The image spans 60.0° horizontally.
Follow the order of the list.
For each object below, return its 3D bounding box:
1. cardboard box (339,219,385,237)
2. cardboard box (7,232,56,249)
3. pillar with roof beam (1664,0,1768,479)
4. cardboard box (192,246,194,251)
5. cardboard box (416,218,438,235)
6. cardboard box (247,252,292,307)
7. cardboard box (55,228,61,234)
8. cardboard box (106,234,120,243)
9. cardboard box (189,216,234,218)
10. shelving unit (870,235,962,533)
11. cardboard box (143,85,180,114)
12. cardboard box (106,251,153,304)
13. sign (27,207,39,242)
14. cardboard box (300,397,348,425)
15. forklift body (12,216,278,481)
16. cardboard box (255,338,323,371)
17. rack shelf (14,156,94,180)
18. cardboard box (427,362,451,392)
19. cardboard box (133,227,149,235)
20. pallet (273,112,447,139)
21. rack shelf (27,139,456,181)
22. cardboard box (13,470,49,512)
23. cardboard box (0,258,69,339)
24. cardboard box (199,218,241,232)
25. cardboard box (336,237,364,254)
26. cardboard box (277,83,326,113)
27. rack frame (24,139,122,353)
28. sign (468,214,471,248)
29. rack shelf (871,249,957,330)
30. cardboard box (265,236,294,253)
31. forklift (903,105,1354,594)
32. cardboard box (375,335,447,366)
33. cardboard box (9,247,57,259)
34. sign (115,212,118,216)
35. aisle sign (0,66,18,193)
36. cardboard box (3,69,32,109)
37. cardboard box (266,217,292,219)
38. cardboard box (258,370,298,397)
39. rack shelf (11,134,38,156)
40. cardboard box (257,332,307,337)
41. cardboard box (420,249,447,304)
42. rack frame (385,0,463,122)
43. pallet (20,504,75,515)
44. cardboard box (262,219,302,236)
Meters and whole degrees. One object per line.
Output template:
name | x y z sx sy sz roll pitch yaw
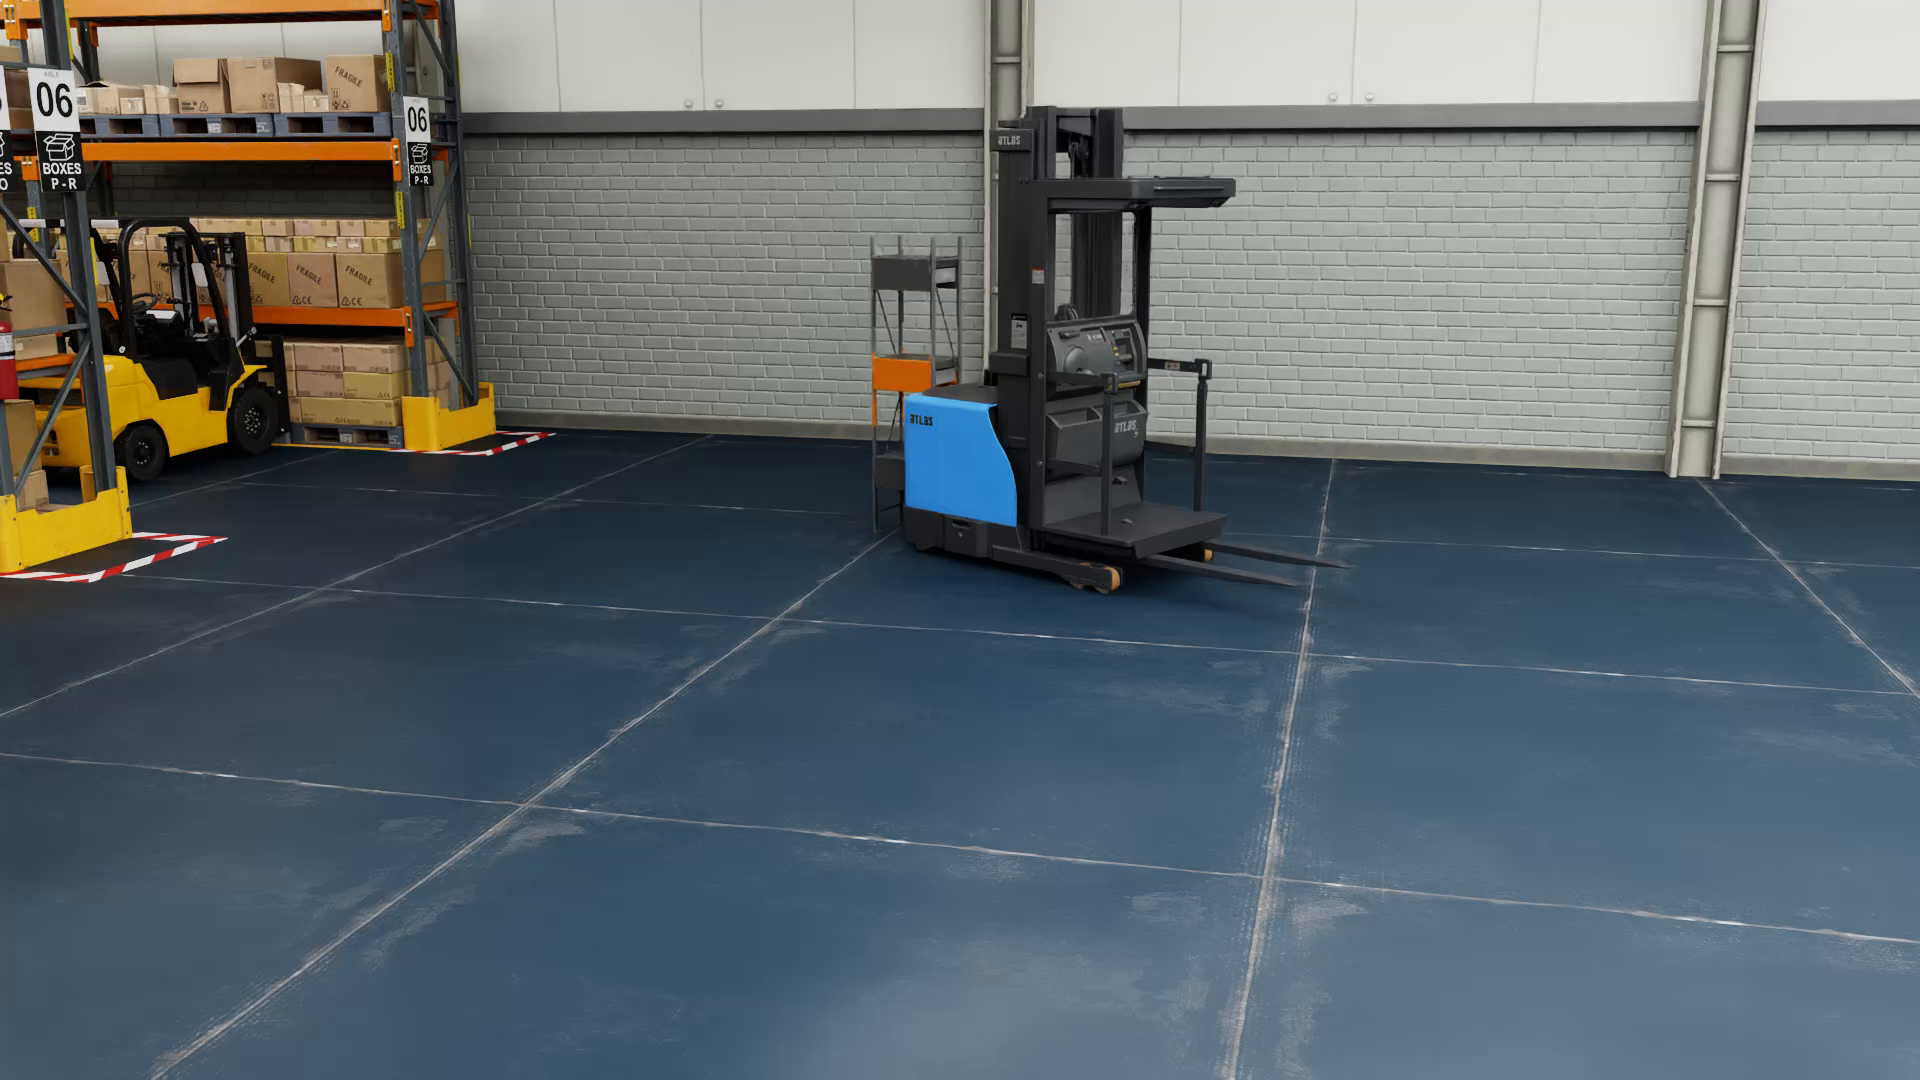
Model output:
cardboard box | -5.568 -2.911 15.516 0.250 0.149 0.380 3 13 14
cardboard box | -9.191 -2.964 16.441 0.250 0.149 0.380 4 13 15
pillar with roof beam | 5.236 -4.047 9.197 0.400 9.000 9.100 3 13 14
cardboard box | -7.324 -2.849 15.921 0.250 0.149 0.380 3 13 12
cardboard box | -5.197 -2.993 15.885 0.250 0.149 0.380 3 13 12
cardboard box | -6.462 -2.495 15.822 0.500 0.500 0.500 3 13 12
cardboard box | -8.568 -3.060 16.184 0.250 0.149 0.380 3 13 15
cardboard box | -8.048 -2.901 16.154 0.250 0.149 0.380 3 13 13
cardboard box | -7.425 -3.135 16.525 0.250 0.149 0.380 3 13 13
shelving unit | -0.305 -1.087 11.786 0.503 2.100 0.431 7 14 29
cardboard box | -7.438 -4.140 15.651 0.258 0.266 0.396 3 13 12
cardboard box | -7.928 -2.575 16.185 0.500 0.500 0.500 3 13 15
sign | -8.927 -3.040 16.019 0.005 0.325 0.100 3 13 14
cardboard box | -5.935 -1.269 15.905 0.500 0.250 0.500 3 13 14
forklift body | -7.201 -1.721 14.523 1.214 2.155 2.313 3 13 14
cardboard box | -6.434 -1.779 15.896 0.500 0.250 0.500 3 13 14
rack shelf | -10.748 -3.845 16.874 4.000 0.370 1.077 3 13 14
cardboard box | -5.329 -1.595 16.222 0.500 0.250 0.500 3 13 15
cardboard box | -7.817 -3.019 15.999 0.250 0.149 0.380 3 13 15
pallet | -5.603 -3.884 15.592 1.213 0.211 1.003 3 13 14
rack shelf | -6.864 -3.637 15.938 4.000 0.370 1.077 3 13 14
cardboard box | -6.825 -0.339 11.715 0.500 0.250 0.500 3 13 13
cardboard box | -6.502 -1.653 11.342 0.500 0.500 0.500 3 13 13
cardboard box | -7.052 -3.000 15.916 0.250 0.149 0.380 3 13 14
cardboard box | -5.582 -2.752 15.483 0.250 0.149 0.380 3 13 14
cardboard box | -6.046 -4.065 15.316 0.258 0.266 0.396 3 13 14
rack frame | -8.806 -2.628 16.653 0.127 3.000 1.000 3 13 14
sign | -4.784 -2.998 16.139 0.005 0.325 0.100 3 13 14
rack shelf | -0.305 -1.757 11.638 0.480 0.518 0.431 7 14 29
cardboard box | -6.327 -2.797 15.688 0.250 0.149 0.380 3 13 12
forklift | 1.035 -1.228 10.500 3.031 2.935 1.130 11 17 41
cardboard box | -5.344 -1.836 16.153 0.500 0.250 0.500 3 13 13
cardboard box | -9.344 -2.770 16.487 0.500 0.250 0.500 3 13 12
sign | -8.675 -3.206 17.077 0.005 0.325 0.100 3 13 14
aisle sign | -6.118 -2.581 10.441 0.004 0.787 0.394 3 13 14
cardboard box | -6.533 -2.995 11.041 0.500 0.250 0.500 3 13 13
cardboard box | -6.692 -3.080 16.274 0.250 0.149 0.380 3 13 14
cardboard box | -6.461 -1.537 15.961 0.500 0.250 0.500 3 13 12
rack shelf | -8.050 -2.593 11.232 4.000 0.370 1.077 3 13 14
cardboard box | -6.809 -1.917 16.520 0.500 0.250 0.500 3 13 12
cardboard box | -5.337 -2.553 16.085 0.500 0.500 0.500 3 13 15
rack frame | -4.923 -5.349 15.067 0.127 3.000 1.000 3 13 14
pallet | -6.962 -0.068 11.555 1.213 0.211 1.003 3 13 14
cardboard box | -6.332 -2.938 15.636 0.250 0.149 0.380 3 13 15
